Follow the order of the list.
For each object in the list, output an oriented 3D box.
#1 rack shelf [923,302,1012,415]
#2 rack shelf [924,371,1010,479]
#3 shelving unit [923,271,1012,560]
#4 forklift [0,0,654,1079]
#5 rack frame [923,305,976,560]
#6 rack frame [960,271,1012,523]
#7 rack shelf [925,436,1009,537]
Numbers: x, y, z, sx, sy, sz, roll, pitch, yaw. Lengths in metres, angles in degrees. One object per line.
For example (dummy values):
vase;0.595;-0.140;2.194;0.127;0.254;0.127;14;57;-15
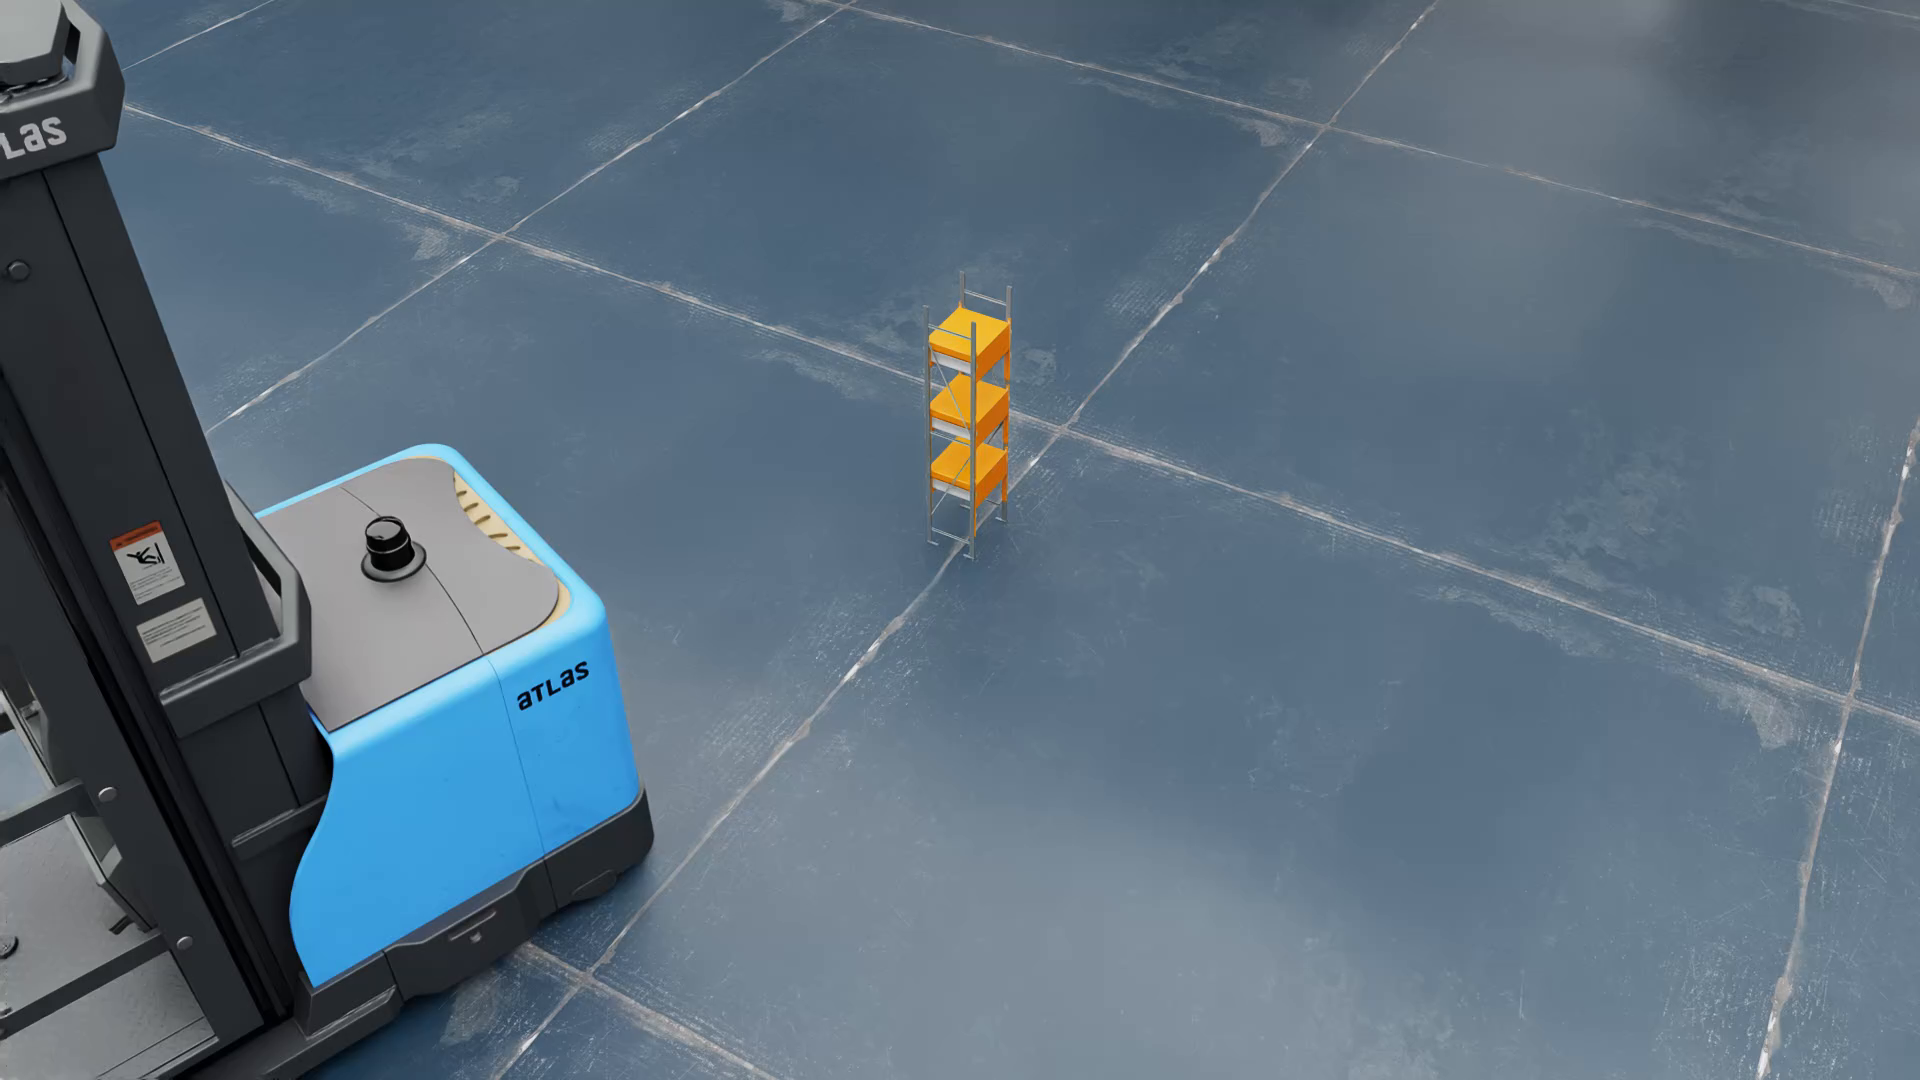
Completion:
rack shelf;0.027;-0.630;5.757;0.215;0.259;0.240;21;45;22
rack shelf;0.027;-0.417;5.945;0.215;0.259;0.240;21;45;22
shelving unit;0.027;-0.425;5.938;0.215;1.050;0.252;21;45;22
forklift;-2.394;0.258;3.739;3.031;2.935;1.130;-29;49;-29
rack frame;-0.034;-0.355;5.859;0.200;1.050;0.008;21;45;22
rack frame;0.088;-0.494;6.017;0.200;1.050;0.008;21;45;22
rack shelf;0.027;-0.208;6.128;0.215;0.259;0.240;21;45;22
